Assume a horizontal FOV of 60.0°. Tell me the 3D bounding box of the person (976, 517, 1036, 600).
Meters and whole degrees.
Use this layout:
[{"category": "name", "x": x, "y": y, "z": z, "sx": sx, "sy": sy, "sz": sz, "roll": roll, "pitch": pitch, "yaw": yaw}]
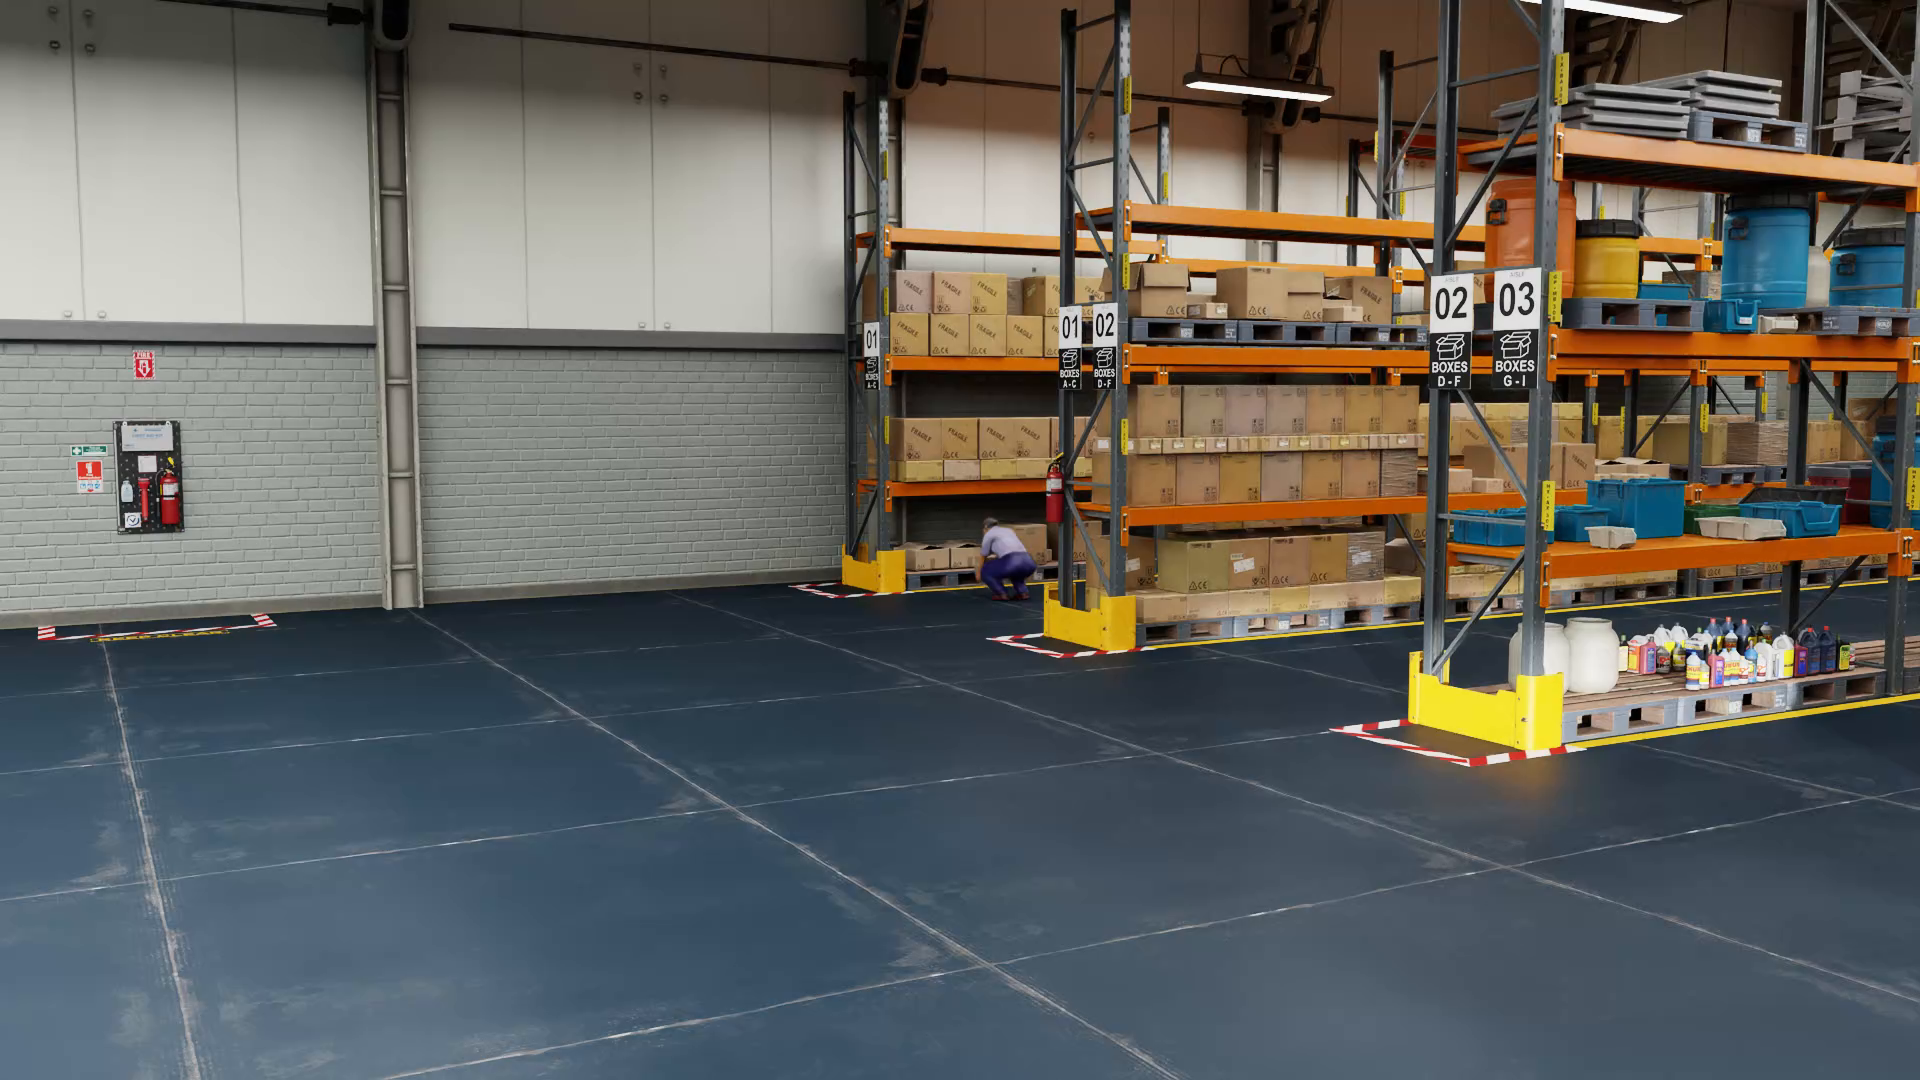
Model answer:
[{"category": "person", "x": 0.506, "y": 0.217, "z": 19.230, "sx": 0.516, "sy": 0.940, "sz": 0.845, "roll": -3, "pitch": 6, "yaw": -30}]
